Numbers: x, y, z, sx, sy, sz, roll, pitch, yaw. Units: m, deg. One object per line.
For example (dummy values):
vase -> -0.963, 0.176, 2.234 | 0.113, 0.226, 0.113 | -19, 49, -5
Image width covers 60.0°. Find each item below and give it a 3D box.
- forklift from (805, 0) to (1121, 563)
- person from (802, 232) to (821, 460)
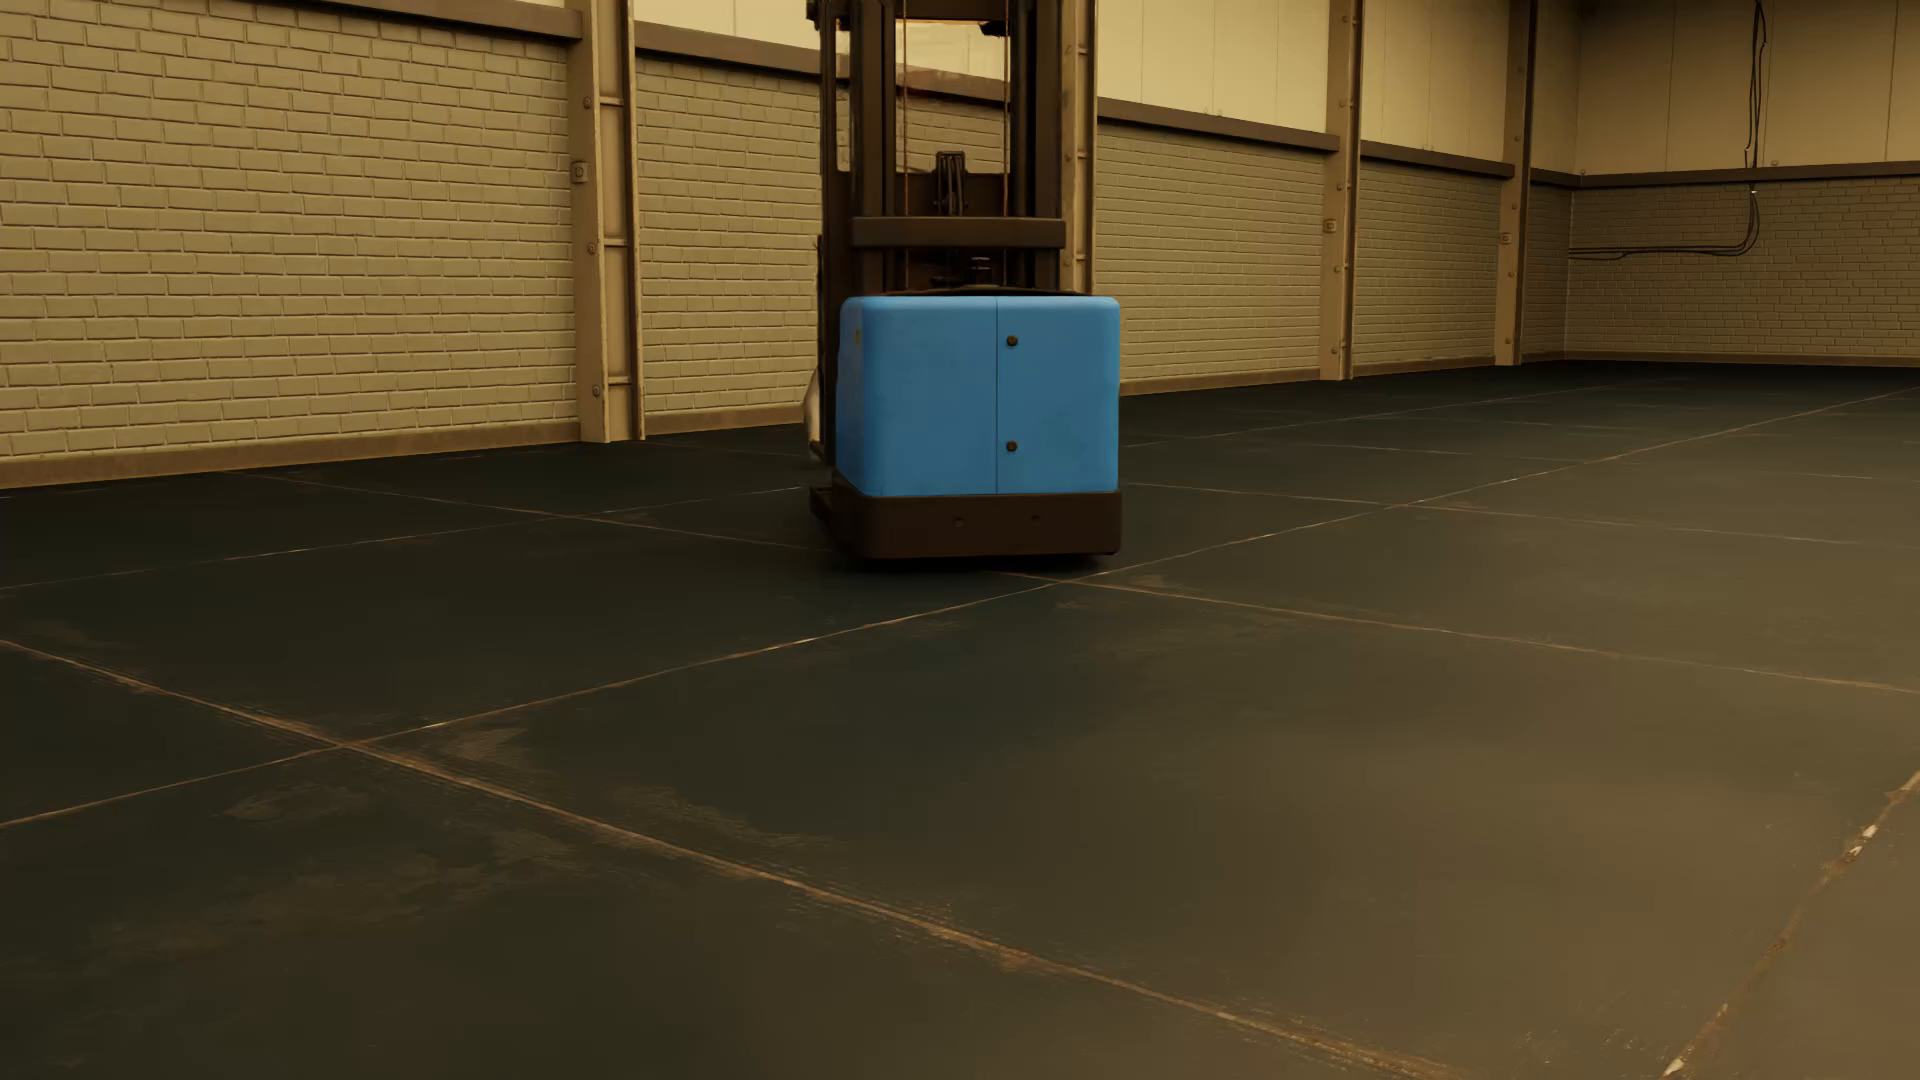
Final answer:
forklift -> -0.129, -1.533, 7.756 | 1.130, 2.935, 3.031 | -2, 8, -10
person -> -0.562, -1.249, 10.732 | 0.926, 1.488, 0.767 | -1, 8, -10
